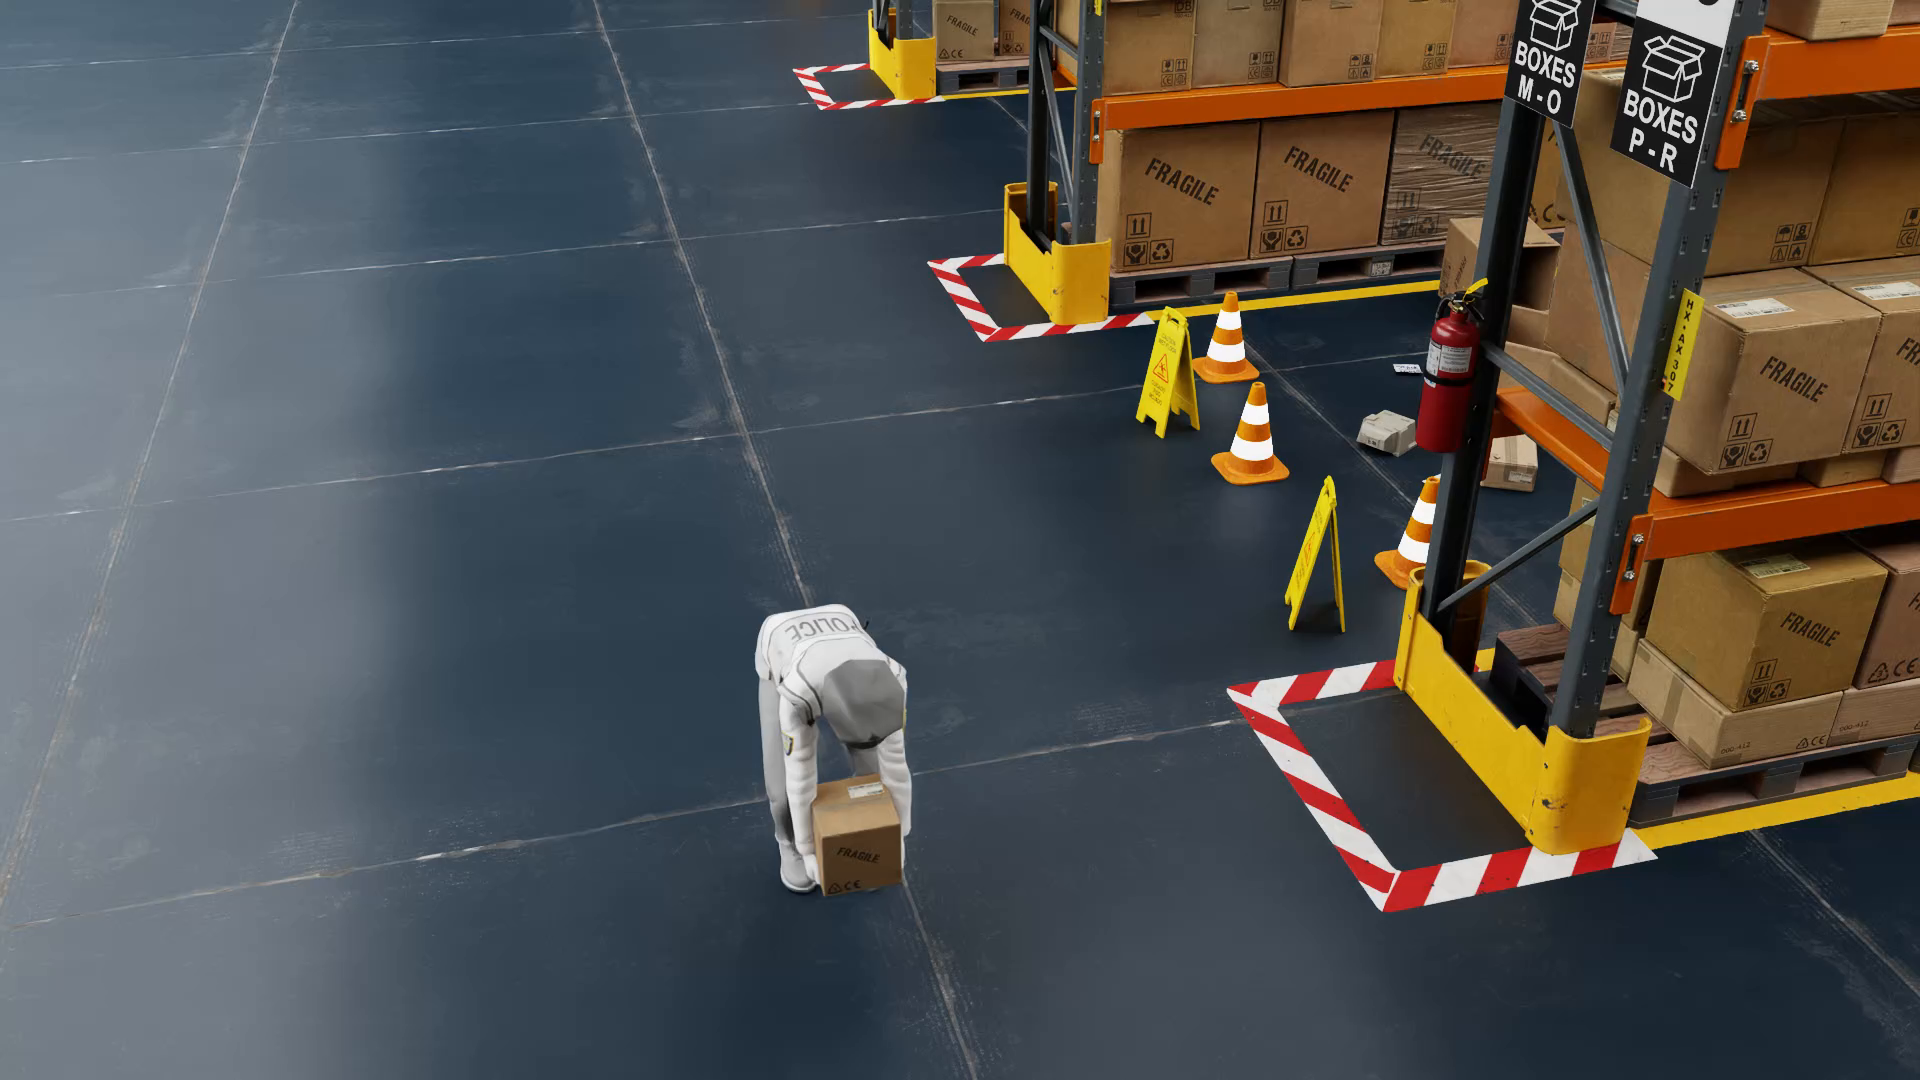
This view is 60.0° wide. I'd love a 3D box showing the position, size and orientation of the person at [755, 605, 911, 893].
[{"bbox_3d":[-0.400,0.725,5.389,0.432,1.168,0.912,-9,32,-15],"label":"person"}]
